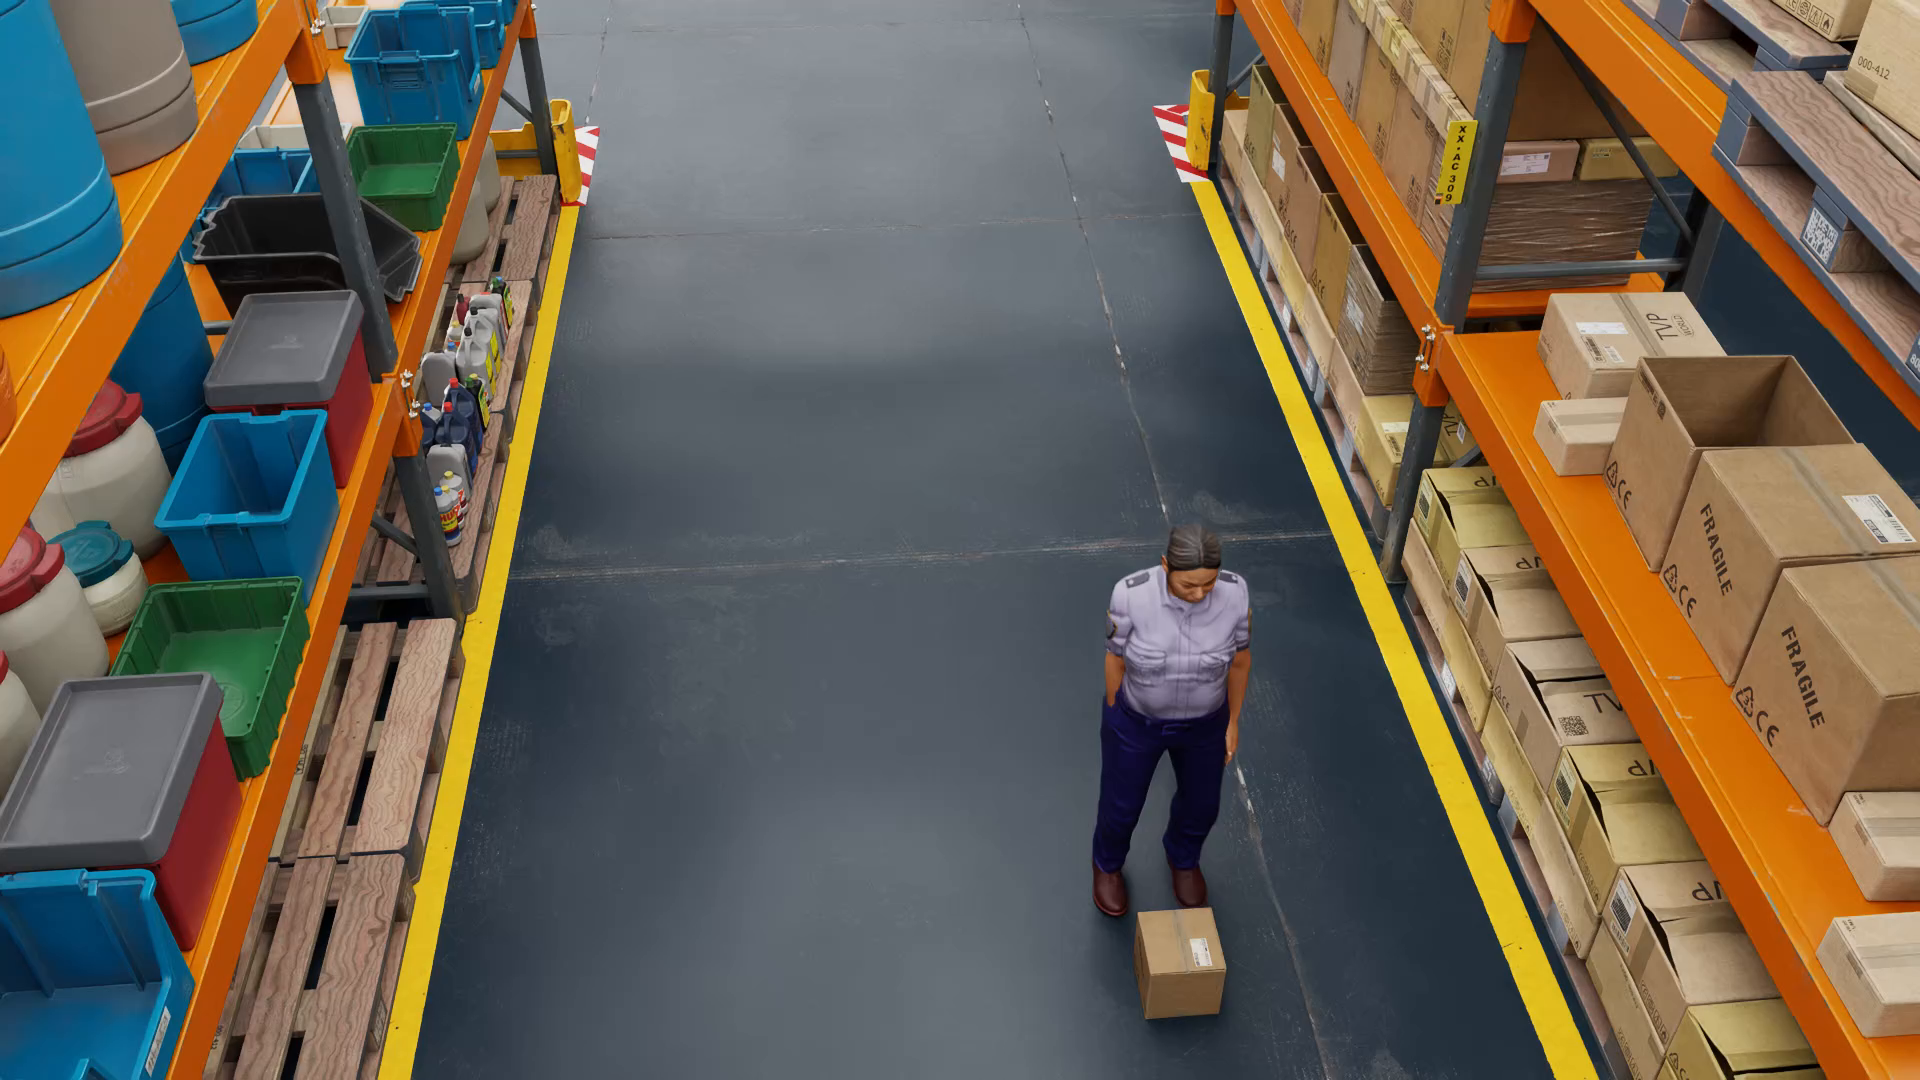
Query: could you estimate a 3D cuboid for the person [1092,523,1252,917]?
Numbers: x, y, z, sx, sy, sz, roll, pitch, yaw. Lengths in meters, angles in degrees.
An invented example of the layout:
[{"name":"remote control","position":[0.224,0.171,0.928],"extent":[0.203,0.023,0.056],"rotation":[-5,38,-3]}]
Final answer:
[{"name":"person","position":[0.697,0.590,5.462],"extent":[0.474,1.642,0.339],"rotation":[-2,39,-3]}]
